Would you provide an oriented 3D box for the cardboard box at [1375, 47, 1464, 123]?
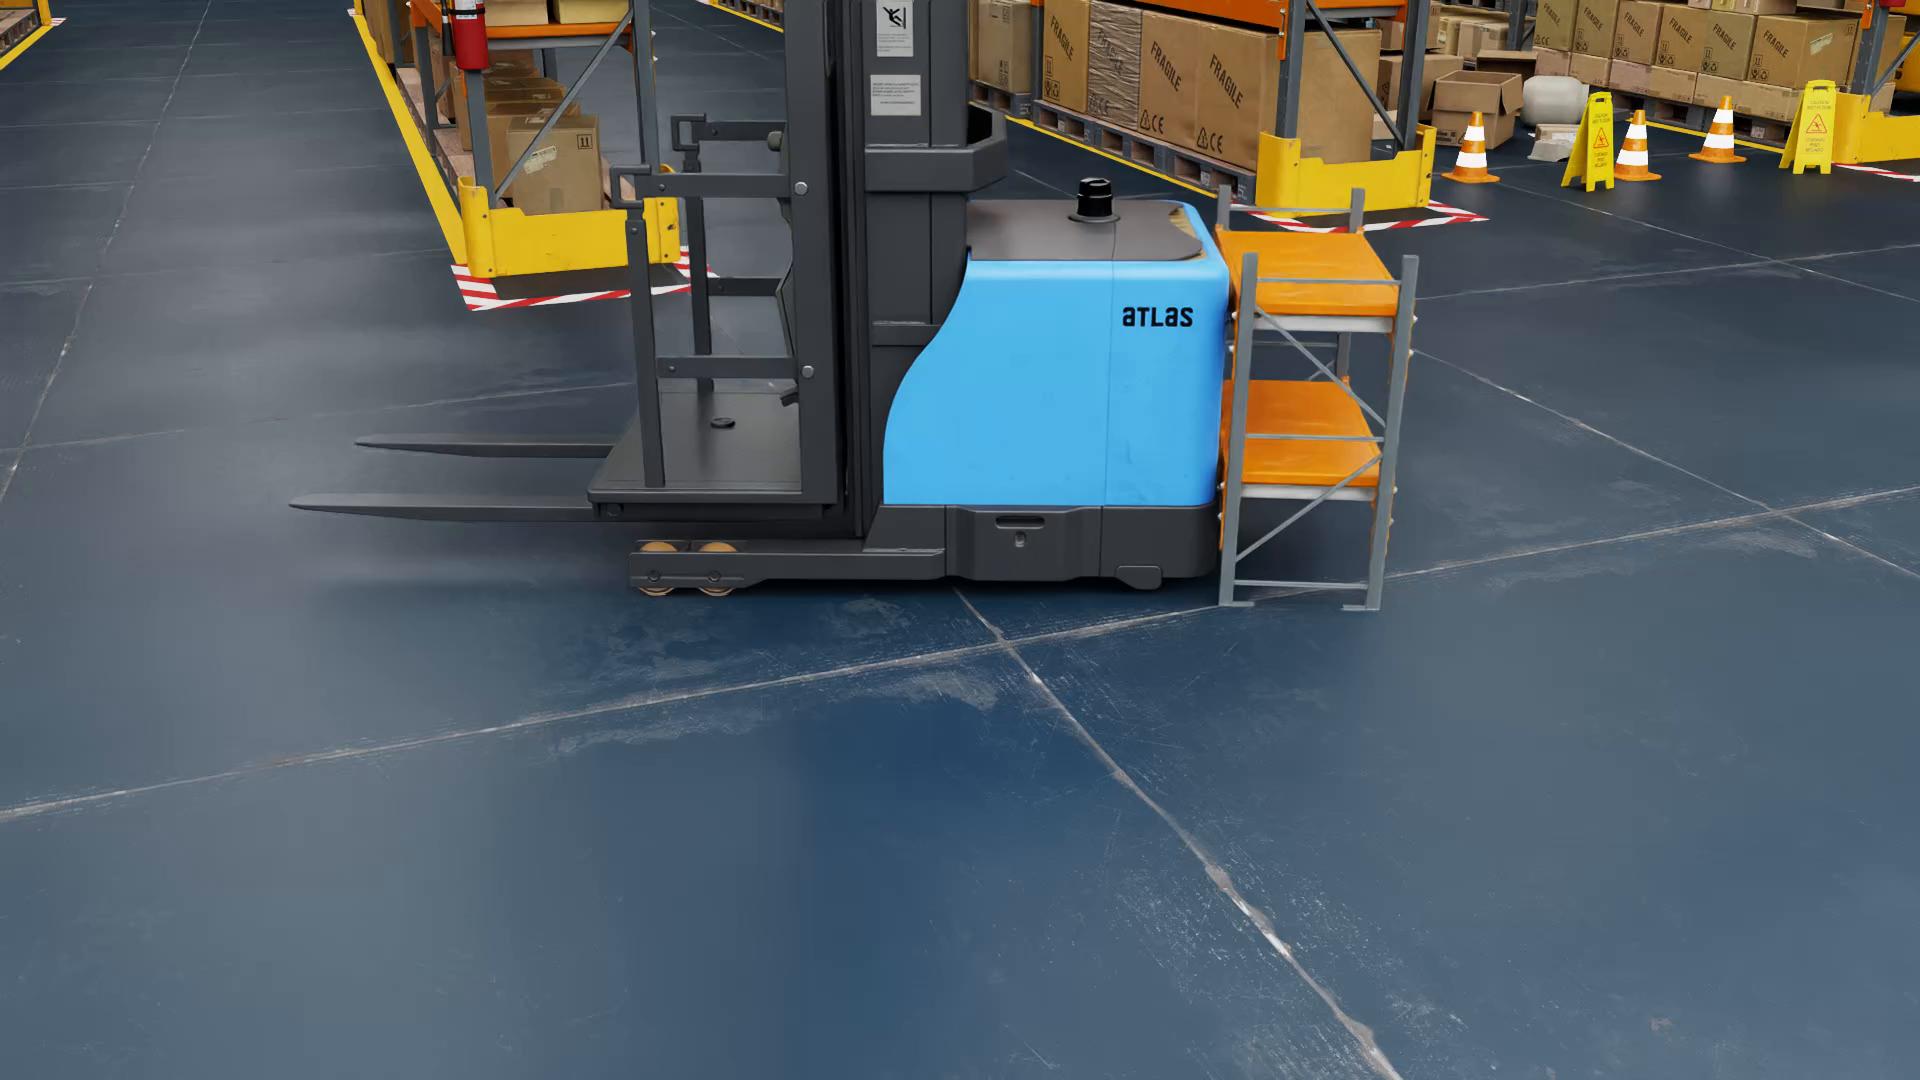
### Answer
[{"bbox_3d":[3.774,-3.837,14.031,0.797,0.637,0.503,-8,24,-19],"label":"cardboard box"}]

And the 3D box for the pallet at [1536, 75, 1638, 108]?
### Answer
[{"bbox_3d":[5.958,-4.225,15.501,1.003,0.211,1.213,-8,24,-19],"label":"pallet"}]

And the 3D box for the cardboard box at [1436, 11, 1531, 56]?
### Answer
[{"bbox_3d":[5.243,-5.182,17.026,0.950,0.372,0.625,-7,24,-16],"label":"cardboard box"}]

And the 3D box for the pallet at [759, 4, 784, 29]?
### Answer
[{"bbox_3d":[-2.004,-6.894,21.834,1.003,0.211,1.213,-8,24,-19],"label":"pallet"}]

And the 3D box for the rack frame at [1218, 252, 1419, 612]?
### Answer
[{"bbox_3d":[1.069,-0.307,5.027,0.500,1.125,0.032,2,23,4],"label":"rack frame"}]

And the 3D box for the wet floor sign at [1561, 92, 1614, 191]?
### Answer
[{"bbox_3d":[4.368,-2.756,11.457,0.267,0.644,0.232,-13,26,-28],"label":"wet floor sign"}]

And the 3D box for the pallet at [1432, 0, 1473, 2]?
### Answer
[{"bbox_3d":[7.262,-8.302,25.177,1.003,0.211,1.213,-8,24,-19],"label":"pallet"}]

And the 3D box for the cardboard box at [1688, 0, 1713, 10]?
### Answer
[{"bbox_3d":[6.204,-4.433,13.606,0.380,0.149,0.250,-7,24,-17],"label":"cardboard box"}]

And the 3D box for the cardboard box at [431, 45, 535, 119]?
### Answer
[{"bbox_3d":[-3.780,-3.666,13.238,0.700,0.500,0.500,-10,25,-23],"label":"cardboard box"}]

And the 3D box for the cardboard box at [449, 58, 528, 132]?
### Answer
[{"bbox_3d":[-3.479,-3.280,12.347,0.500,0.500,0.500,-9,25,-21],"label":"cardboard box"}]

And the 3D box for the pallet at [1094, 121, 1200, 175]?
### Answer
[{"bbox_3d":[1.723,-3.017,12.636,1.003,0.211,1.213,-8,24,-19],"label":"pallet"}]

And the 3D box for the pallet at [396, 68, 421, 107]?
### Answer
[{"bbox_3d":[-4.722,-4.273,15.617,1.003,0.211,1.213,-8,24,-19],"label":"pallet"}]

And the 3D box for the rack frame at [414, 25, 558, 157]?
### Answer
[{"bbox_3d":[-3.583,-4.389,12.301,1.000,3.000,0.127,-8,24,-19],"label":"rack frame"}]

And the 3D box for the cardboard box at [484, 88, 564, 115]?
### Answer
[{"bbox_3d":[-2.822,-2.649,10.851,0.500,0.500,0.500,-6,24,-14],"label":"cardboard box"}]

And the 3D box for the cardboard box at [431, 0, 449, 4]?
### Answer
[{"bbox_3d":[-3.092,-3.426,10.339,0.380,0.149,0.250,-8,24,-19],"label":"cardboard box"}]

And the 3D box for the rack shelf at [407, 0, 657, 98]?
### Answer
[{"bbox_3d":[-2.877,-3.331,10.717,1.077,0.370,4.000,-8,24,-19],"label":"rack shelf"}]

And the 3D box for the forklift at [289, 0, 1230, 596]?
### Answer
[{"bbox_3d":[-0.682,-1.378,5.245,3.031,2.935,1.130,0,23,1],"label":"forklift"}]

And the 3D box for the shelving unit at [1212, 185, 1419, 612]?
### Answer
[{"bbox_3d":[1.106,-0.504,5.494,0.538,1.125,1.048,2,23,4],"label":"shelving unit"}]

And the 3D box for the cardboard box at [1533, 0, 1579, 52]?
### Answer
[{"bbox_3d":[5.644,-4.769,15.238,0.500,0.500,0.500,-7,24,-16],"label":"cardboard box"}]

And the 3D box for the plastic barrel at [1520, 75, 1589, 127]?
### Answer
[{"bbox_3d":[4.955,-3.651,13.867,0.512,0.421,0.421,8,24,18],"label":"plastic barrel"}]

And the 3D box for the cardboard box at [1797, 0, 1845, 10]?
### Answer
[{"bbox_3d":[9.868,-6.001,18.644,0.875,0.625,0.625,-9,24,-20],"label":"cardboard box"}]

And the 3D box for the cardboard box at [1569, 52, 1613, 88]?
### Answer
[{"bbox_3d":[5.843,-4.231,14.927,0.500,0.250,0.500,-7,24,-16],"label":"cardboard box"}]

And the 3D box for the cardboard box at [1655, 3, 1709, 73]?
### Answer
[{"bbox_3d":[6.215,-4.196,13.878,0.500,0.500,0.500,-9,24,-20],"label":"cardboard box"}]

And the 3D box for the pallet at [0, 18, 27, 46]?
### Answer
[{"bbox_3d":[-11.774,-6.037,19.802,1.003,0.211,1.213,-8,24,-19],"label":"pallet"}]

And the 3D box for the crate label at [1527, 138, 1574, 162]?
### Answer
[{"bbox_3d":[4.488,-2.957,12.589,0.298,0.136,0.250,18,29,36],"label":"crate label"}]

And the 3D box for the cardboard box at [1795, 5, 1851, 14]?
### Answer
[{"bbox_3d":[6.877,-4.096,13.641,0.500,0.500,0.500,-9,25,-21],"label":"cardboard box"}]

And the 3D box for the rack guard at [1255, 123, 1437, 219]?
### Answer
[{"bbox_3d":[2.514,-2.419,10.845,1.175,0.500,0.348,-8,24,-19],"label":"rack guard"}]

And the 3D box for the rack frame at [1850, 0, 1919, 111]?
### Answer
[{"bbox_3d":[7.101,-4.295,12.079,1.000,3.000,0.127,-8,24,-19],"label":"rack frame"}]

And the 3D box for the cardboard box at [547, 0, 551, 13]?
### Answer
[{"bbox_3d":[-2.193,-3.142,9.667,0.380,0.149,0.250,-8,24,-19],"label":"cardboard box"}]

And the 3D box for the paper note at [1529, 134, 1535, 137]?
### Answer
[{"bbox_3d":[4.745,-3.321,13.606,0.148,0.019,0.142,0,23,-1],"label":"paper note"}]

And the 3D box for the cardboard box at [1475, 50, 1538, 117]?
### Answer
[{"bbox_3d":[4.793,-4.022,14.646,0.500,0.500,0.500,8,24,18],"label":"cardboard box"}]

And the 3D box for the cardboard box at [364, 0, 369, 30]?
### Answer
[{"bbox_3d":[-6.165,-6.280,18.984,1.225,0.875,0.875,-8,24,-19],"label":"cardboard box"}]

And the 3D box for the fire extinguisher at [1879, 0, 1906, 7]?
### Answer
[{"bbox_3d":[6.710,-4.155,11.845,0.296,0.674,0.183,-8,24,-19],"label":"fire extinguisher"}]

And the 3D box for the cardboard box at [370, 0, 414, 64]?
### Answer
[{"bbox_3d":[-5.221,-5.310,16.682,1.225,0.875,0.875,-10,25,-21],"label":"cardboard box"}]

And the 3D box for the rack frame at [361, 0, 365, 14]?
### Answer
[{"bbox_3d":[-7.822,-8.749,22.646,1.000,3.000,0.127,-8,24,-19],"label":"rack frame"}]

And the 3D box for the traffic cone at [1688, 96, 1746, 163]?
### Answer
[{"bbox_3d":[5.742,-3.106,12.522,0.336,0.463,0.334,-8,24,-19],"label":"traffic cone"}]

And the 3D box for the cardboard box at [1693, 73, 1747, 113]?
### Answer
[{"bbox_3d":[6.388,-3.668,13.590,0.500,0.250,0.500,-8,24,-19],"label":"cardboard box"}]

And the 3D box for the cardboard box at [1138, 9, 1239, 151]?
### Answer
[{"bbox_3d":[1.892,-3.351,12.032,0.875,0.875,0.875,-9,24,-20],"label":"cardboard box"}]

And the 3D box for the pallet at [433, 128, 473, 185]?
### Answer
[{"bbox_3d":[-3.313,-2.865,12.275,1.003,0.211,1.213,-8,24,-19],"label":"pallet"}]

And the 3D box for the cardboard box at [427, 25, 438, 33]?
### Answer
[{"bbox_3d":[-4.326,-4.248,14.618,0.700,0.500,0.500,-6,24,-15],"label":"cardboard box"}]

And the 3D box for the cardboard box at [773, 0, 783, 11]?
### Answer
[{"bbox_3d":[-2.191,-6.915,21.425,0.380,0.149,0.250,-8,24,-18],"label":"cardboard box"}]

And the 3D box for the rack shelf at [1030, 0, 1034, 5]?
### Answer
[{"bbox_3d":[0.386,-5.428,15.693,1.077,0.370,4.000,-8,24,-19],"label":"rack shelf"}]

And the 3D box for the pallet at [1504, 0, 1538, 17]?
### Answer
[{"bbox_3d":[8.261,-7.319,22.842,1.003,0.211,1.213,-8,24,-19],"label":"pallet"}]

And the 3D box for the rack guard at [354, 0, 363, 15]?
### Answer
[{"bbox_3d":[-7.831,-7.606,23.152,1.175,0.500,0.348,-8,24,-19],"label":"rack guard"}]

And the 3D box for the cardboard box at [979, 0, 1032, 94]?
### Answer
[{"bbox_3d":[0.789,-4.403,14.690,1.050,0.750,0.750,-8,24,-19],"label":"cardboard box"}]
